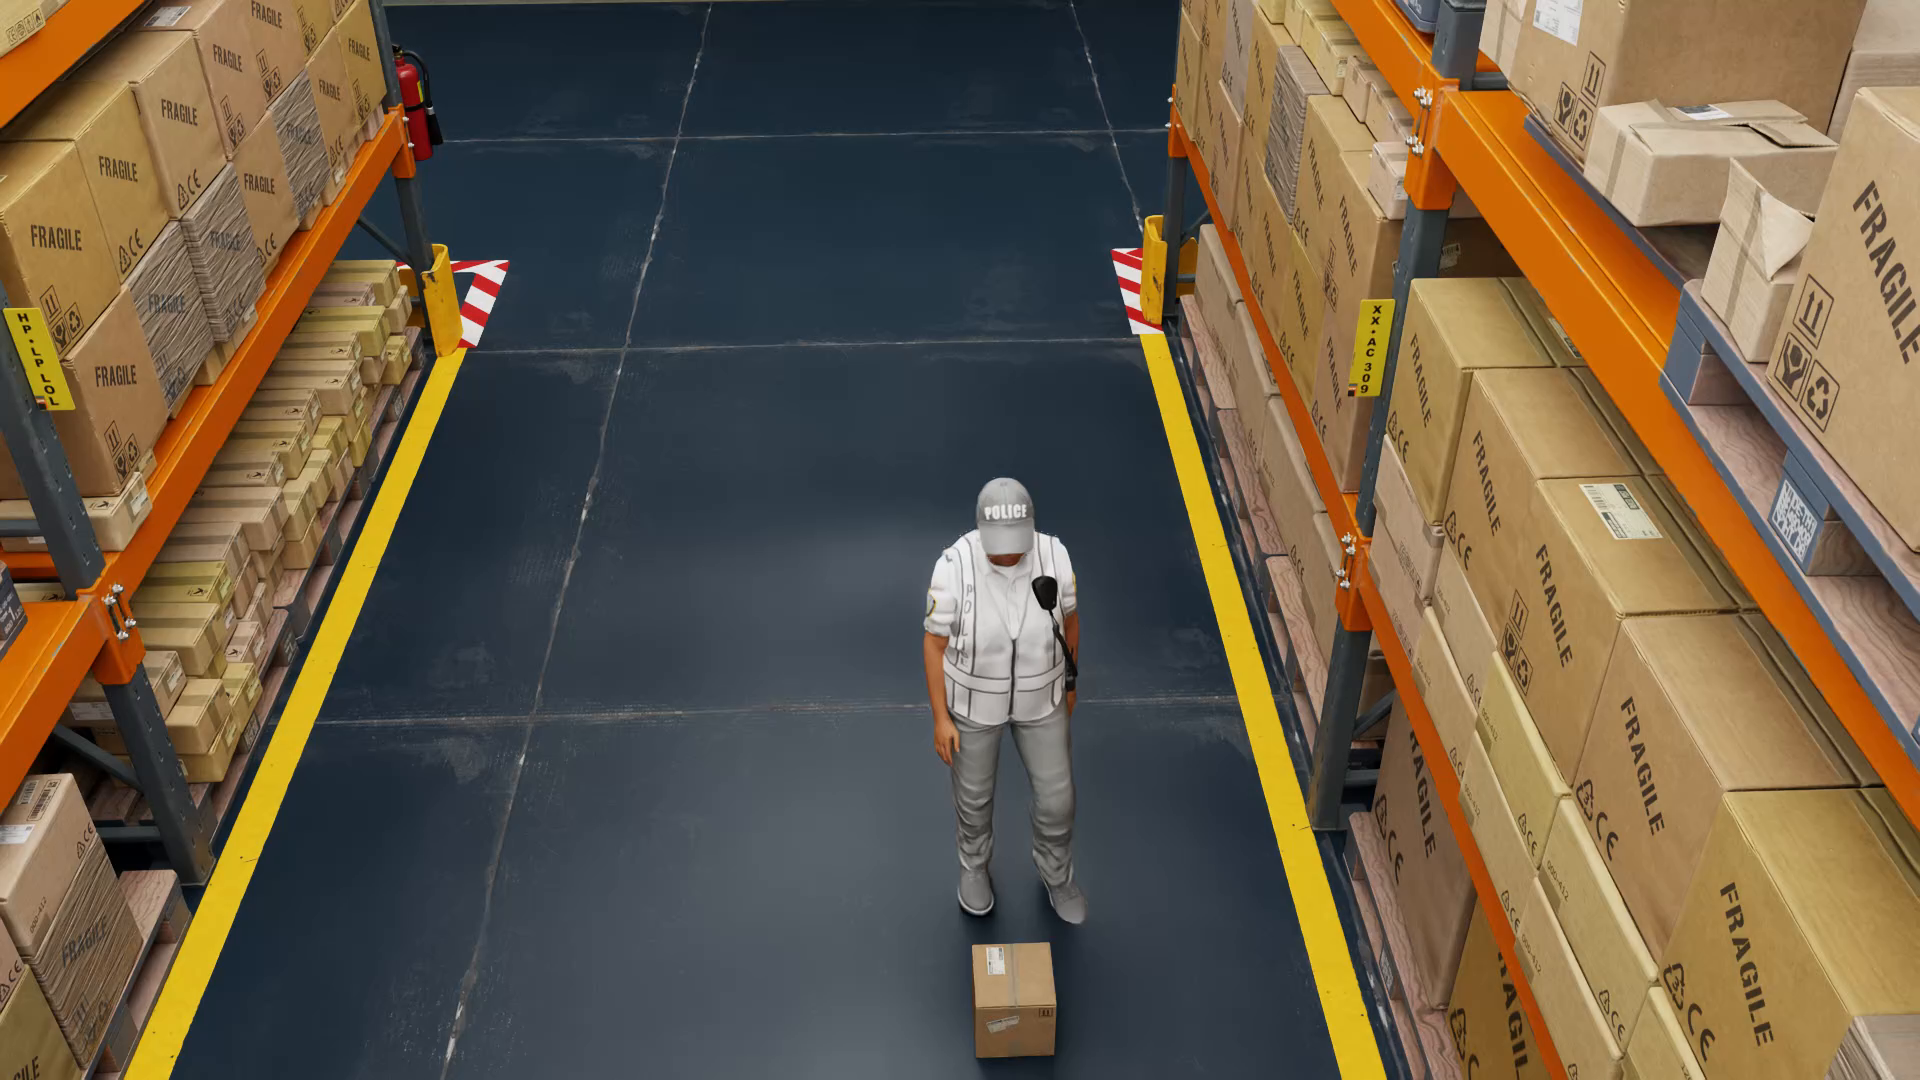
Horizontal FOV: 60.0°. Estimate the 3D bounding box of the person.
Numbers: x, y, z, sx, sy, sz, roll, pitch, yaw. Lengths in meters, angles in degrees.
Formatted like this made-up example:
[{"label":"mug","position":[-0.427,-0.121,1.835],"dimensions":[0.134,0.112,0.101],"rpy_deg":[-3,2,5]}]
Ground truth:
[{"label":"person","position":[0.158,0.552,5.393],"dimensions":[0.547,1.724,0.438],"rpy_deg":[-4,36,-6]}]
